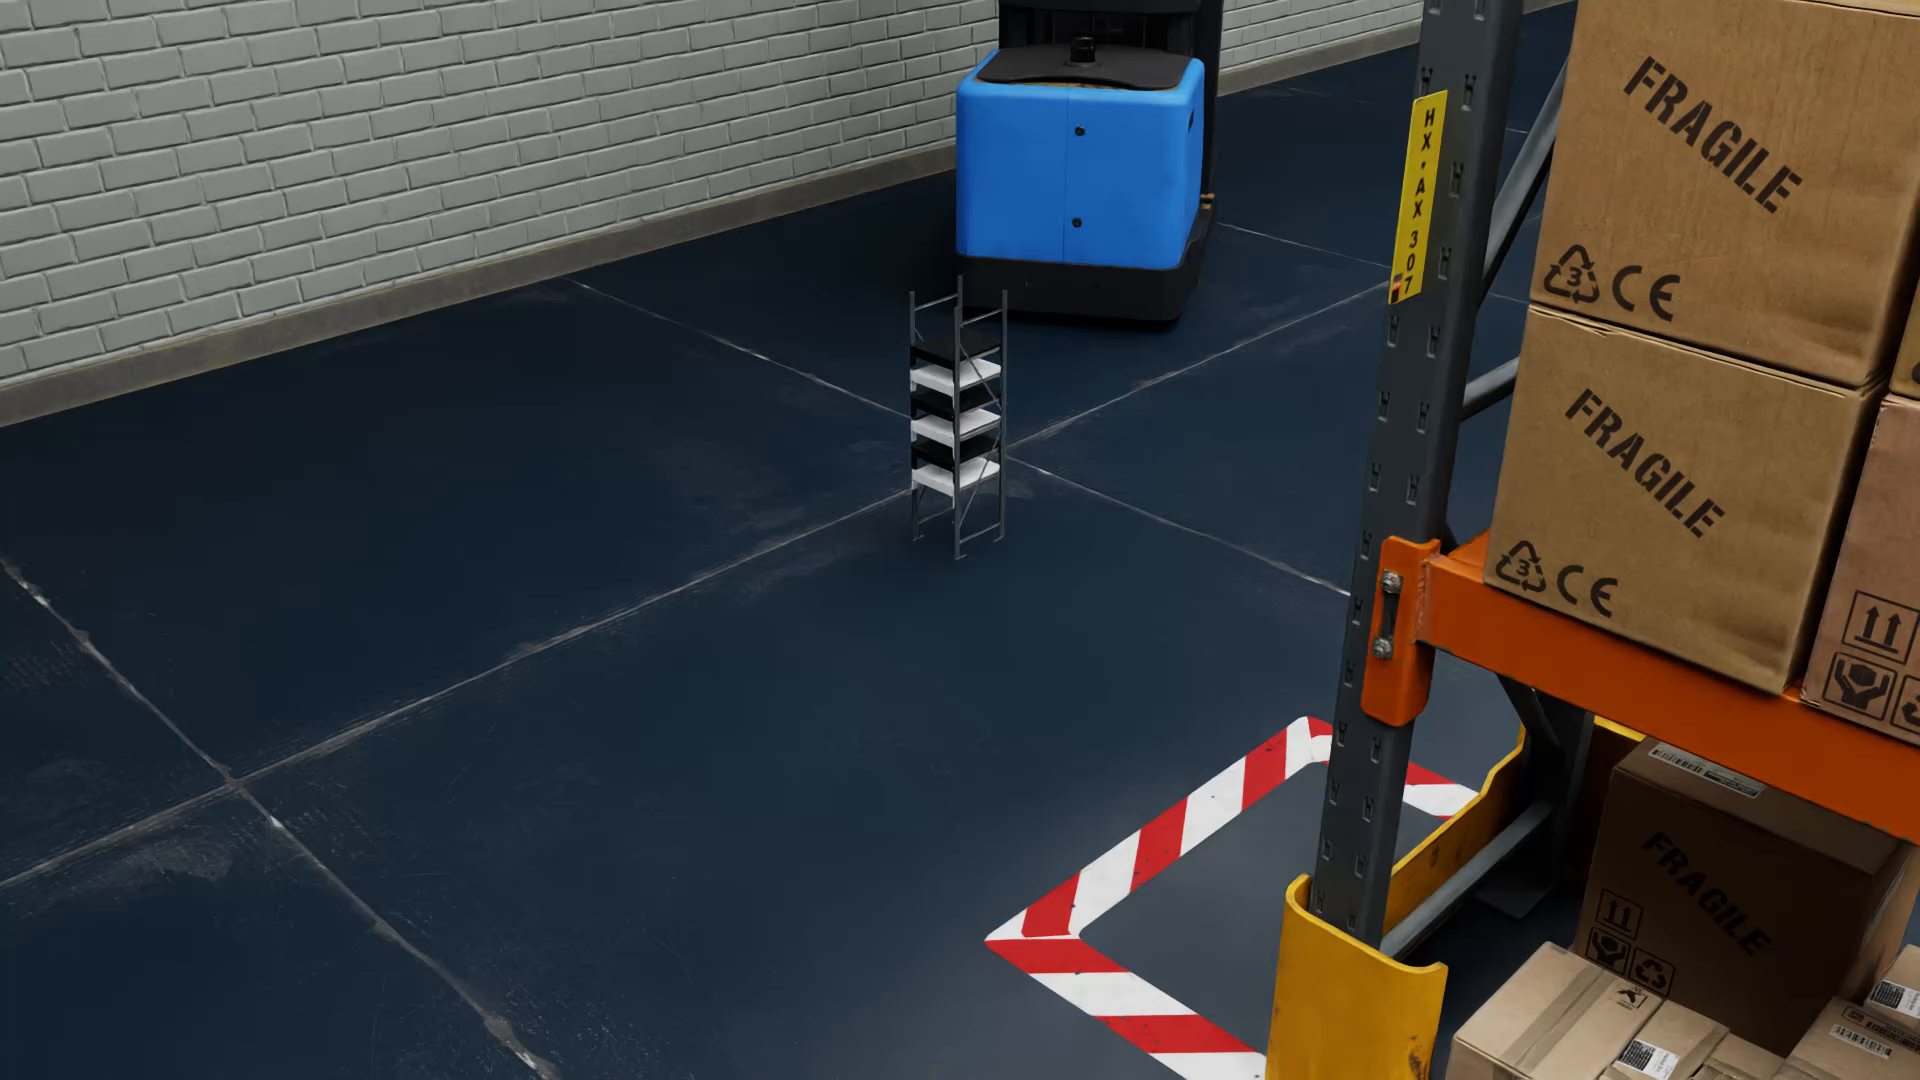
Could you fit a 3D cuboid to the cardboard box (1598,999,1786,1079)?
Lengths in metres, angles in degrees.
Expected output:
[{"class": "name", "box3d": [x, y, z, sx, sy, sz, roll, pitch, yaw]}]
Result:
[{"class": "cardboard box", "box3d": [1.338, 1.058, 3.086, 0.250, 0.166, 0.380, 25, 36, 38]}]

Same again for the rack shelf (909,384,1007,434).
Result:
[{"class": "rack shelf", "box3d": [-0.006, -0.451, 5.519, 0.200, 0.077, 0.258, 25, 36, 38]}]

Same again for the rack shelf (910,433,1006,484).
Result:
[{"class": "rack shelf", "box3d": [-0.006, -0.292, 5.603, 0.200, 0.077, 0.258, 25, 36, 38]}]

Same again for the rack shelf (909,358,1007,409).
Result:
[{"class": "rack shelf", "box3d": [-0.006, -0.531, 5.477, 0.200, 0.077, 0.258, 25, 36, 38]}]

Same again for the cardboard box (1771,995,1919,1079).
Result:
[{"class": "cardboard box", "box3d": [1.647, 1.124, 2.872, 0.500, 0.250, 0.500, 25, 36, 38]}]

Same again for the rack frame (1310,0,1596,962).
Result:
[{"class": "rack frame", "box3d": [1.102, -0.333, 3.161, 0.127, 3.000, 1.000, 25, 36, 38]}]

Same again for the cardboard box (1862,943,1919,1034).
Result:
[{"class": "cardboard box", "box3d": [1.888, 0.984, 3.228, 0.250, 0.166, 0.380, 25, 36, 38]}]

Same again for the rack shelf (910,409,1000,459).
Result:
[{"class": "rack shelf", "box3d": [-0.006, -0.371, 5.561, 0.200, 0.077, 0.258, 25, 36, 38]}]

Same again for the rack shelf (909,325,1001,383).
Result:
[{"class": "rack shelf", "box3d": [-0.006, -0.610, 5.435, 0.200, 0.077, 0.258, 25, 36, 38]}]

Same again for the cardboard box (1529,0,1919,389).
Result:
[{"class": "cardboard box", "box3d": [1.233, -0.588, 2.463, 0.500, 0.500, 0.500, -24, 36, -38]}]

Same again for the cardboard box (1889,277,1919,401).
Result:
[{"class": "cardboard box", "box3d": [1.611, -0.420, 2.143, 0.500, 0.500, 0.500, -25, 37, -39]}]

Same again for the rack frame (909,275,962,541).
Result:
[{"class": "rack frame", "box3d": [-0.078, -0.434, 5.609, 0.006, 0.900, 0.240, 25, 36, 38]}]

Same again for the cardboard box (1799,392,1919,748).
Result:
[{"class": "cardboard box", "box3d": [1.605, 0.021, 2.379, 0.500, 0.500, 0.500, 24, 36, 38]}]

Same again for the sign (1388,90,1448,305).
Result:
[{"class": "sign", "box3d": [0.722, -0.536, 2.617, 0.005, 0.325, 0.100, 25, 36, 38]}]

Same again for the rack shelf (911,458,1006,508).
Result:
[{"class": "rack shelf", "box3d": [-0.006, -0.212, 5.645, 0.200, 0.077, 0.258, 25, 36, 38]}]

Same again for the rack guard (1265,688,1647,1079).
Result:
[{"class": "rack guard", "box3d": [1.156, 0.798, 3.695, 0.348, 0.500, 1.175, 25, 36, 38]}]

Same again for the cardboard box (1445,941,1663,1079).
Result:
[{"class": "cardboard box", "box3d": [1.159, 0.985, 3.245, 0.250, 0.149, 0.380, 25, 36, 38]}]

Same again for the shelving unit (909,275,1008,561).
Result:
[{"class": "shelving unit", "box3d": [-0.006, -0.401, 5.546, 0.210, 0.900, 0.258, 25, 36, 38]}]

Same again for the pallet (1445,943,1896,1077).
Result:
[{"class": "pallet", "box3d": [1.725, 1.186, 3.269, 1.213, 0.211, 1.003, 25, 36, 38]}]

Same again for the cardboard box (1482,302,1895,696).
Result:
[{"class": "cardboard box", "box3d": [1.233, -0.145, 2.696, 0.500, 0.500, 0.500, -24, 36, -38]}]

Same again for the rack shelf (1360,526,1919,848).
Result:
[{"class": "rack shelf", "box3d": [2.528, 0.638, 2.087, 4.000, 0.370, 1.077, 25, 36, 38]}]

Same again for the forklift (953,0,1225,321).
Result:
[{"class": "forklift", "box3d": [0.787, -2.947, 8.205, 1.130, 2.935, 3.031, 6, 28, 11]}]

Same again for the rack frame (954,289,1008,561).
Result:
[{"class": "rack frame", "box3d": [0.067, -0.368, 5.483, 0.006, 0.900, 0.240, 25, 36, 38]}]

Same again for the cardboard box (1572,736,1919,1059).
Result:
[{"class": "cardboard box", "box3d": [1.662, 0.674, 3.458, 0.500, 0.500, 0.500, 25, 36, 38]}]
